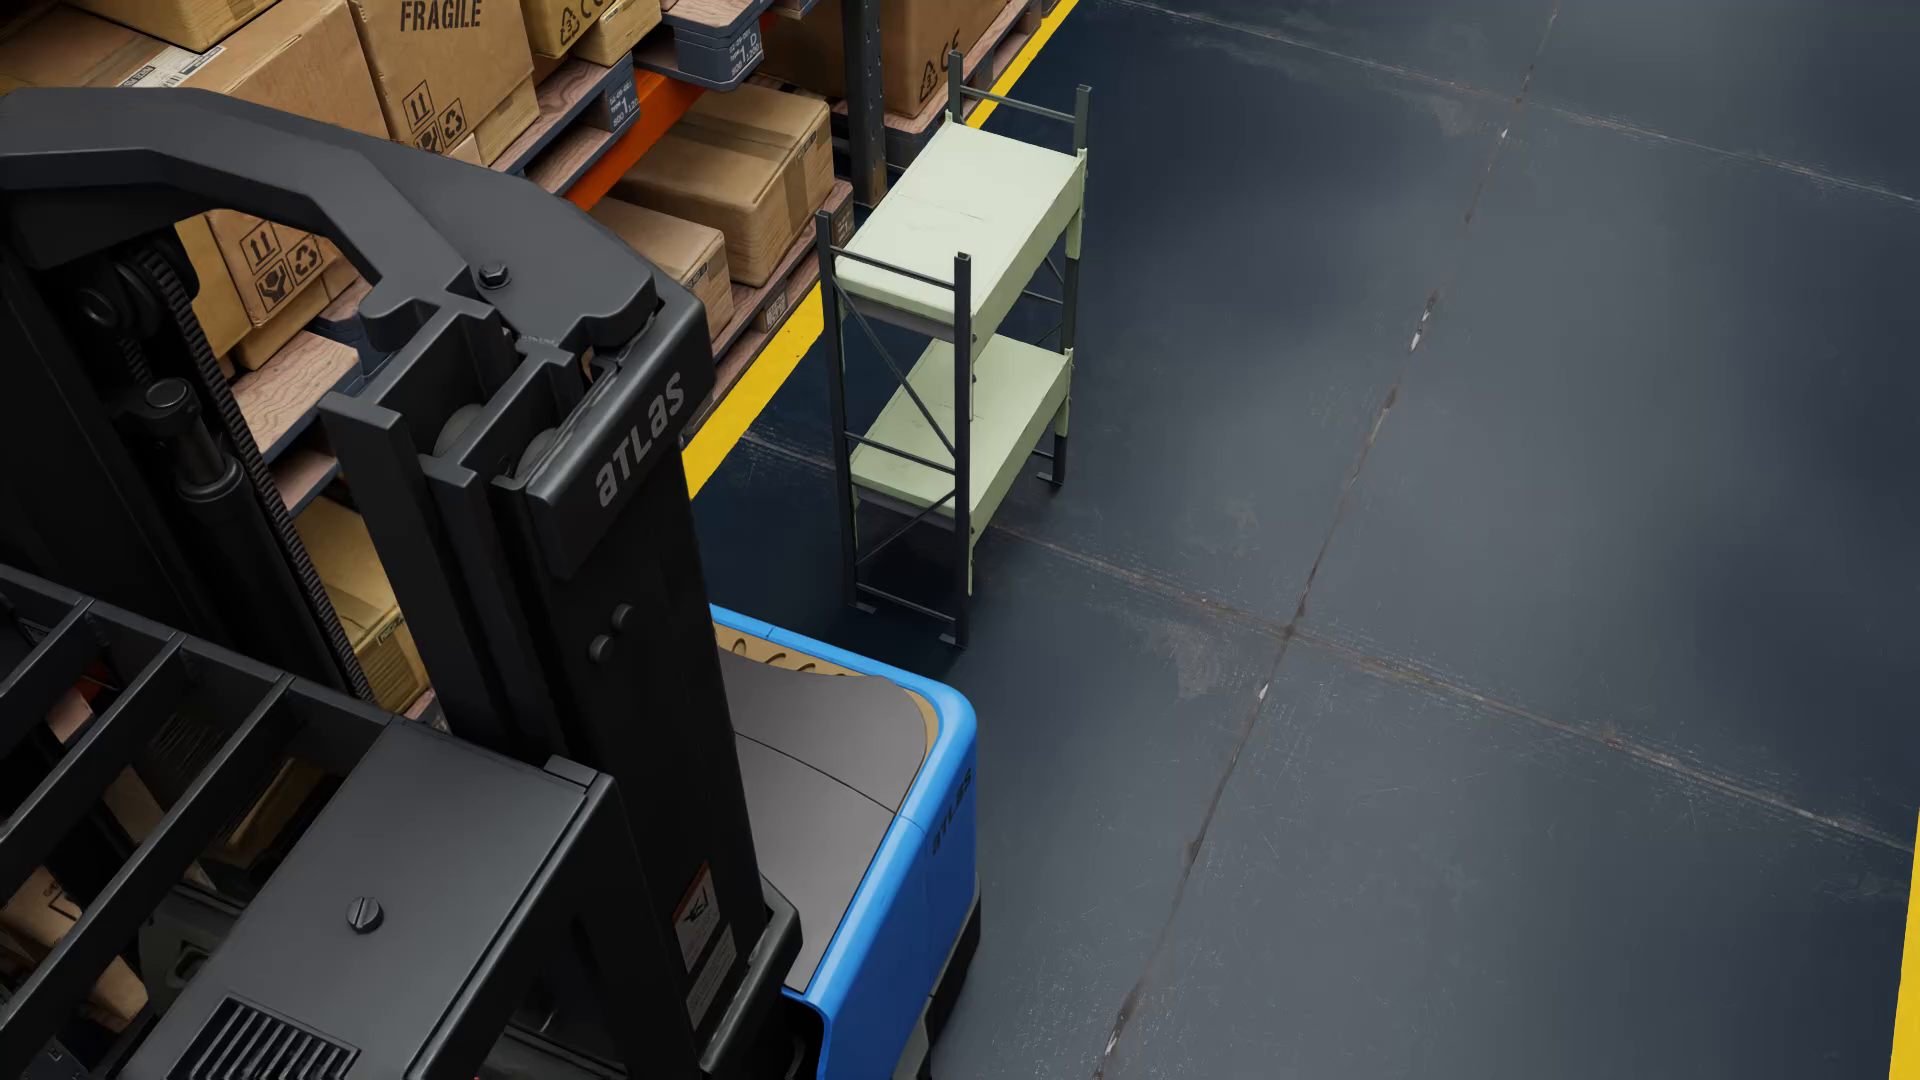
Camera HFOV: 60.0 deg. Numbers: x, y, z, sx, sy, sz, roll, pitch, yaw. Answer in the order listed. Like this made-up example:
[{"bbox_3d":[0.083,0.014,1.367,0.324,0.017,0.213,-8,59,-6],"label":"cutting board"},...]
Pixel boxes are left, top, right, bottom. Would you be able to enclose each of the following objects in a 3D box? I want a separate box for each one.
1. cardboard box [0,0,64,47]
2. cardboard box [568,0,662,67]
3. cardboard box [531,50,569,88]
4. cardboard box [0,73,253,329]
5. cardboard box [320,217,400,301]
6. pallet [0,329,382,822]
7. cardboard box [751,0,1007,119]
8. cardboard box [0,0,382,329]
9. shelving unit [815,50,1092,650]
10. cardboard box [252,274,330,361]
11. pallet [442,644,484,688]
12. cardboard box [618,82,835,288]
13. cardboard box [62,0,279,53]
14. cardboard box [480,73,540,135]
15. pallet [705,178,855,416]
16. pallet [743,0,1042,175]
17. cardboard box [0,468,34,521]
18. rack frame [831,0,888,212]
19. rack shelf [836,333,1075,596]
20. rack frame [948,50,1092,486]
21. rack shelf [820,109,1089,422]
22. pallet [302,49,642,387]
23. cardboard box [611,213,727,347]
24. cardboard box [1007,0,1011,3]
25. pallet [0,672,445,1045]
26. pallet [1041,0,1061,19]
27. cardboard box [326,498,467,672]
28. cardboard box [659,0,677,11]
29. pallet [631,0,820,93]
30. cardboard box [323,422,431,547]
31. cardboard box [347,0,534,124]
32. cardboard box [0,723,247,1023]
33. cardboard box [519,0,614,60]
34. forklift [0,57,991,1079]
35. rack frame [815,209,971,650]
[{"bbox_3d":[-2.037,-1.023,3.614,0.500,0.500,0.500,21,53,17],"label":"cardboard box"},{"bbox_3d":[-1.018,-1.416,4.374,0.380,0.149,0.250,21,53,17],"label":"cardboard box"},{"bbox_3d":[-1.239,-1.284,4.262,0.380,0.149,0.250,20,53,16],"label":"cardboard box"},{"bbox_3d":[-1.791,-0.509,3.177,0.500,0.500,0.500,20,52,16],"label":"cardboard box"},{"bbox_3d":[-1.520,-0.725,3.786,0.380,0.149,0.250,20,53,16],"label":"cardboard box"},{"bbox_3d":[-2.006,-0.087,3.480,1.003,0.211,1.213,20,52,16],"label":"pallet"},{"bbox_3d":[-0.385,-2.320,6.374,0.875,0.875,0.875,19,52,16],"label":"cardboard box"},{"bbox_3d":[-1.567,-0.845,3.463,0.500,0.500,0.500,20,52,16],"label":"cardboard box"},{"bbox_3d":[-0.003,-0.481,4.675,0.431,1.500,0.755,20,52,16],"label":"shelving unit"},{"bbox_3d":[-1.628,-0.555,3.642,0.380,0.149,0.250,21,53,17],"label":"cardboard box"},{"bbox_3d":[-1.612,-0.146,5.236,1.003,0.211,1.213,20,52,16],"label":"pallet"},{"bbox_3d":[-1.005,-1.323,5.856,0.950,0.372,0.625,17,52,14],"label":"cardboard box"},{"bbox_3d":[-1.572,-1.135,3.284,0.380,0.149,0.250,23,53,18],"label":"cardboard box"},{"bbox_3d":[-1.272,-1.084,4.092,0.380,0.149,0.250,18,52,15],"label":"cardboard box"},{"bbox_3d":[-1.090,-0.983,5.948,1.003,0.211,1.213,20,52,16],"label":"pallet"},{"bbox_3d":[-0.350,-2.039,6.846,1.003,0.211,1.213,20,52,16],"label":"pallet"},{"bbox_3d":[-2.004,-0.164,2.884,0.500,0.500,0.500,21,53,17],"label":"cardboard box"},{"bbox_3d":[-0.755,-2.424,5.343,1.000,3.000,0.127,20,52,16],"label":"rack frame"},{"bbox_3d":[-0.003,-0.270,4.923,0.431,0.370,0.720,20,52,16],"label":"rack shelf"},{"bbox_3d":[0.154,-0.733,4.889,0.400,1.500,0.023,20,52,16],"label":"rack frame"},{"bbox_3d":[-0.003,-0.734,4.378,0.431,0.370,0.720,20,52,16],"label":"rack shelf"},{"bbox_3d":[-1.563,-0.986,4.245,1.003,0.211,1.213,20,52,16],"label":"pallet"},{"bbox_3d":[-1.313,-0.812,5.421,0.950,0.372,0.625,19,52,15],"label":"cardboard box"},{"bbox_3d":[0.000,-2.933,6.896,0.875,0.875,0.875,20,53,17],"label":"cardboard box"},{"bbox_3d":[-2.132,0.697,4.518,1.003,0.211,1.213,20,52,16],"label":"pallet"},{"bbox_3d":[0.173,-2.876,7.559,1.003,0.211,1.213,20,52,16],"label":"pallet"},{"bbox_3d":[-1.938,0.187,4.571,0.950,0.372,0.625,23,53,18],"label":"cardboard box"},{"bbox_3d":[-0.913,-1.610,4.539,0.380,0.149,0.250,18,52,14],"label":"cardboard box"},{"bbox_3d":[-0.963,-1.837,4.969,1.213,0.211,1.003,20,52,16],"label":"pallet"},{"bbox_3d":[-1.642,-0.292,4.979,0.950,0.372,0.625,21,53,17],"label":"cardboard box"},{"bbox_3d":[-1.357,-1.203,3.767,0.500,0.500,0.500,18,52,15],"label":"cardboard box"},{"bbox_3d":[-2.242,0.684,4.148,0.950,0.372,0.625,20,53,17],"label":"cardboard box"},{"bbox_3d":[-1.123,-1.578,4.087,0.500,0.500,0.500,17,52,14],"label":"cardboard box"},{"bbox_3d":[-0.958,0.927,2.537,1.130,2.935,3.031,18,52,15],"label":"forklift"},{"bbox_3d":[-0.159,-0.229,4.460,0.400,1.500,0.023,20,52,16],"label":"rack frame"}]
